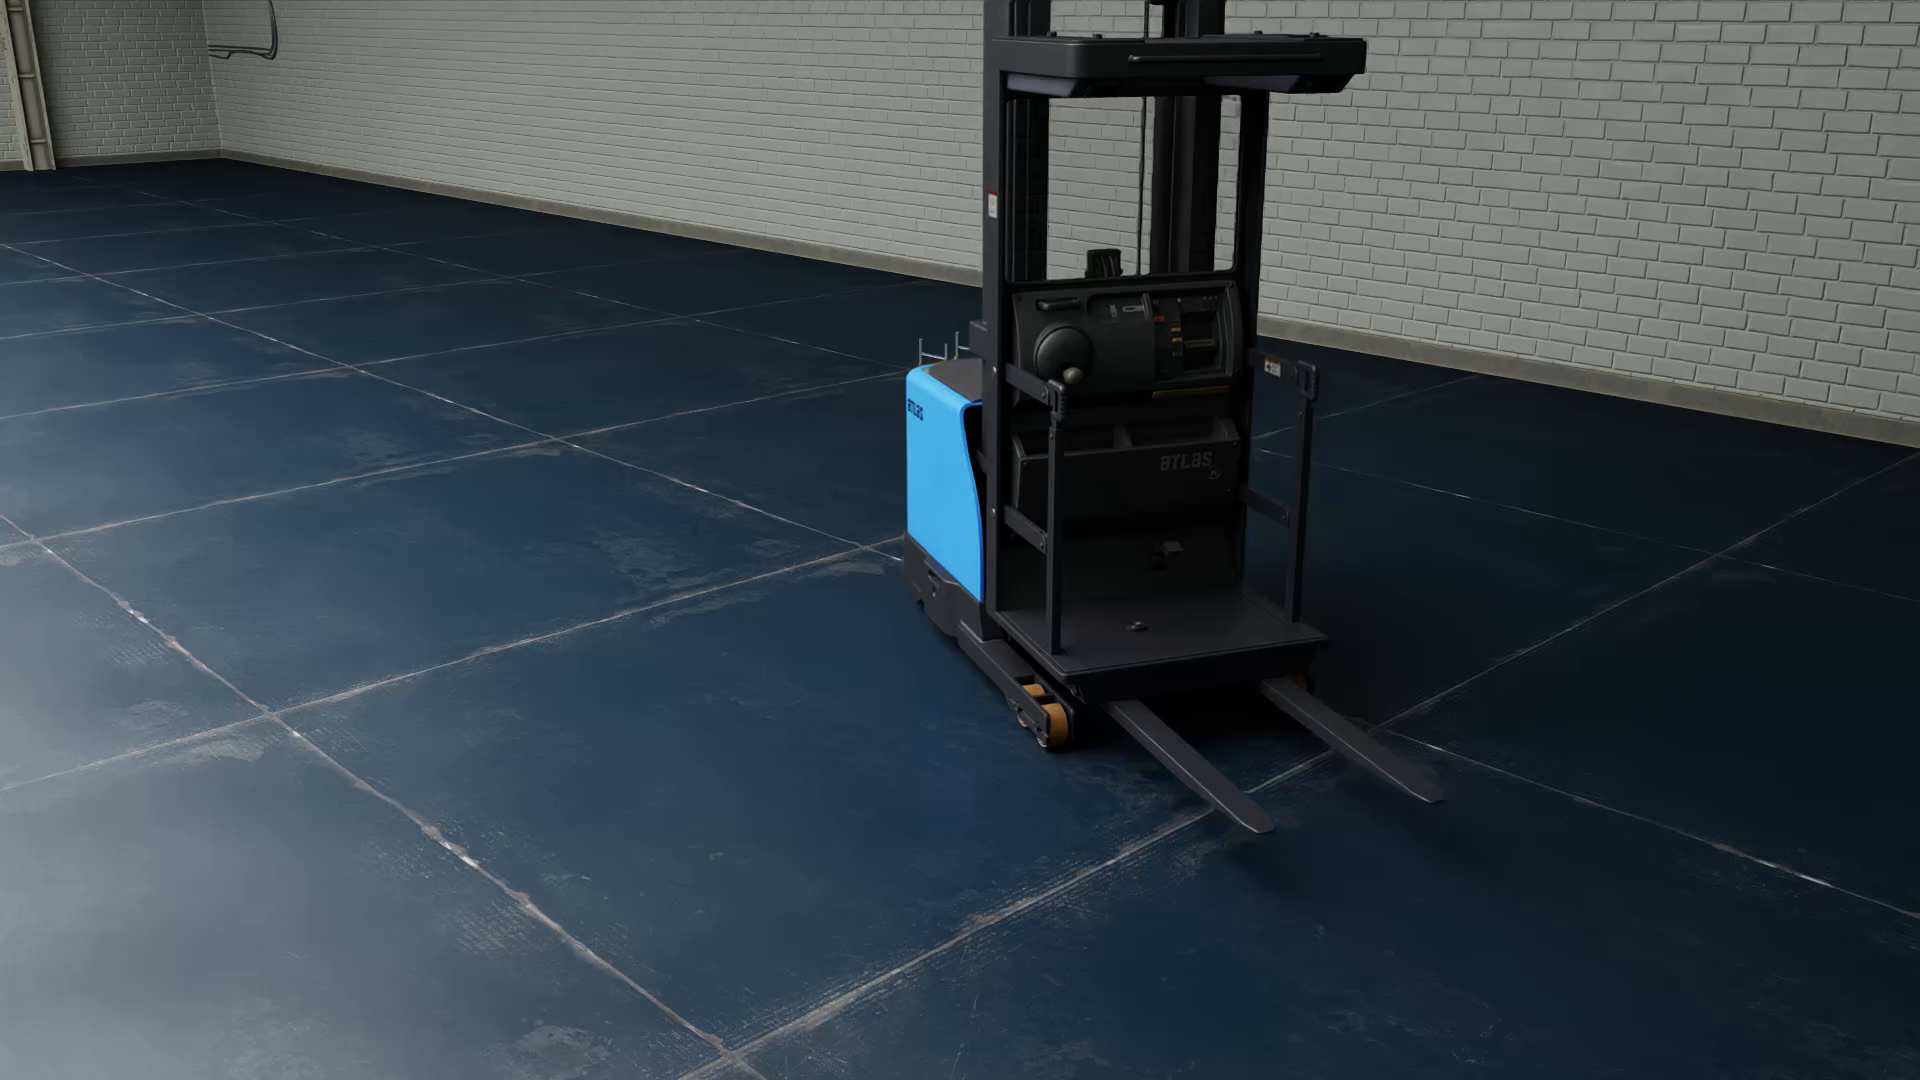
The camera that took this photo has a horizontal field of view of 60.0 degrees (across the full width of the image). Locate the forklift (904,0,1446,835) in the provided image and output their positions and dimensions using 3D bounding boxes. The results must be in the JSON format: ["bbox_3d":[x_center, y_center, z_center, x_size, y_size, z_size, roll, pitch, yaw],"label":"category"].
[{"bbox_3d":[0.714,-0.770,6.106,1.130,2.935,3.031,-6,19,-18],"label":"forklift"}]

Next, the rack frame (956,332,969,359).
[{"bbox_3d":[0.050,-0.514,8.368,0.008,1.050,0.200,-16,24,-41],"label":"rack frame"}]

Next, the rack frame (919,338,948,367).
[{"bbox_3d":[-0.128,-0.462,8.208,0.008,1.050,0.200,-16,24,-41],"label":"rack frame"}]

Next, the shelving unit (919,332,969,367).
[{"bbox_3d":[-0.039,-0.488,8.288,0.252,1.050,0.215,-16,24,-41],"label":"shelving unit"}]

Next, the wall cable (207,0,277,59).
[{"bbox_3d":[-11.960,-9.180,27.242,0.112,2.526,3.097,-16,24,-41],"label":"wall cable"}]

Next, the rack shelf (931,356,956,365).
[{"bbox_3d":[-0.039,-0.748,8.204,0.240,0.259,0.215,-16,24,-41],"label":"rack shelf"}]

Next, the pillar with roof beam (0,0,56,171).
[{"bbox_3d":[-12.051,-9.364,22.776,0.400,9.000,9.100,-16,24,-41],"label":"pillar with roof beam"}]
